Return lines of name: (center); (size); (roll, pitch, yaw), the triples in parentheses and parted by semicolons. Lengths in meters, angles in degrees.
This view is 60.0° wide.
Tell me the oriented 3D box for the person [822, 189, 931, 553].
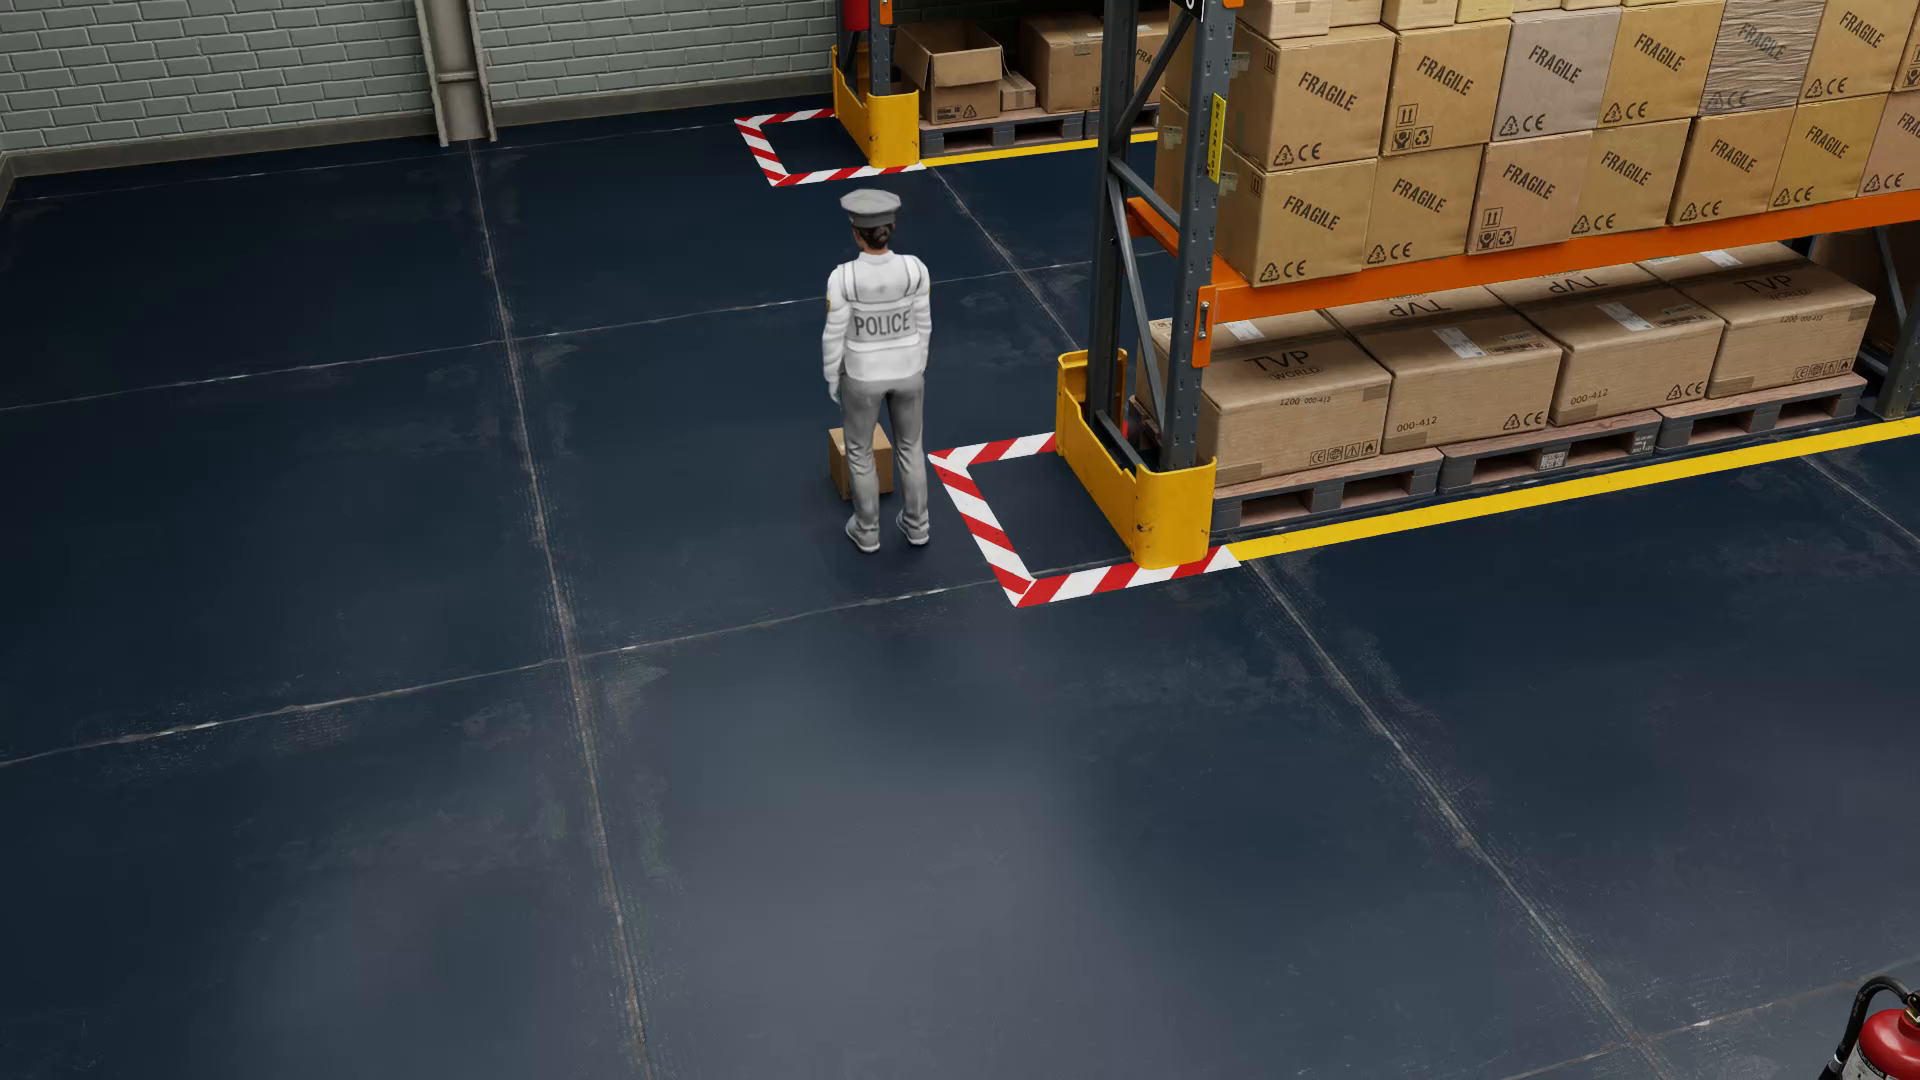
person: (-0.359, -0.703, 7.189); (0.471, 1.664, 0.327); (-9, 35, -14)
